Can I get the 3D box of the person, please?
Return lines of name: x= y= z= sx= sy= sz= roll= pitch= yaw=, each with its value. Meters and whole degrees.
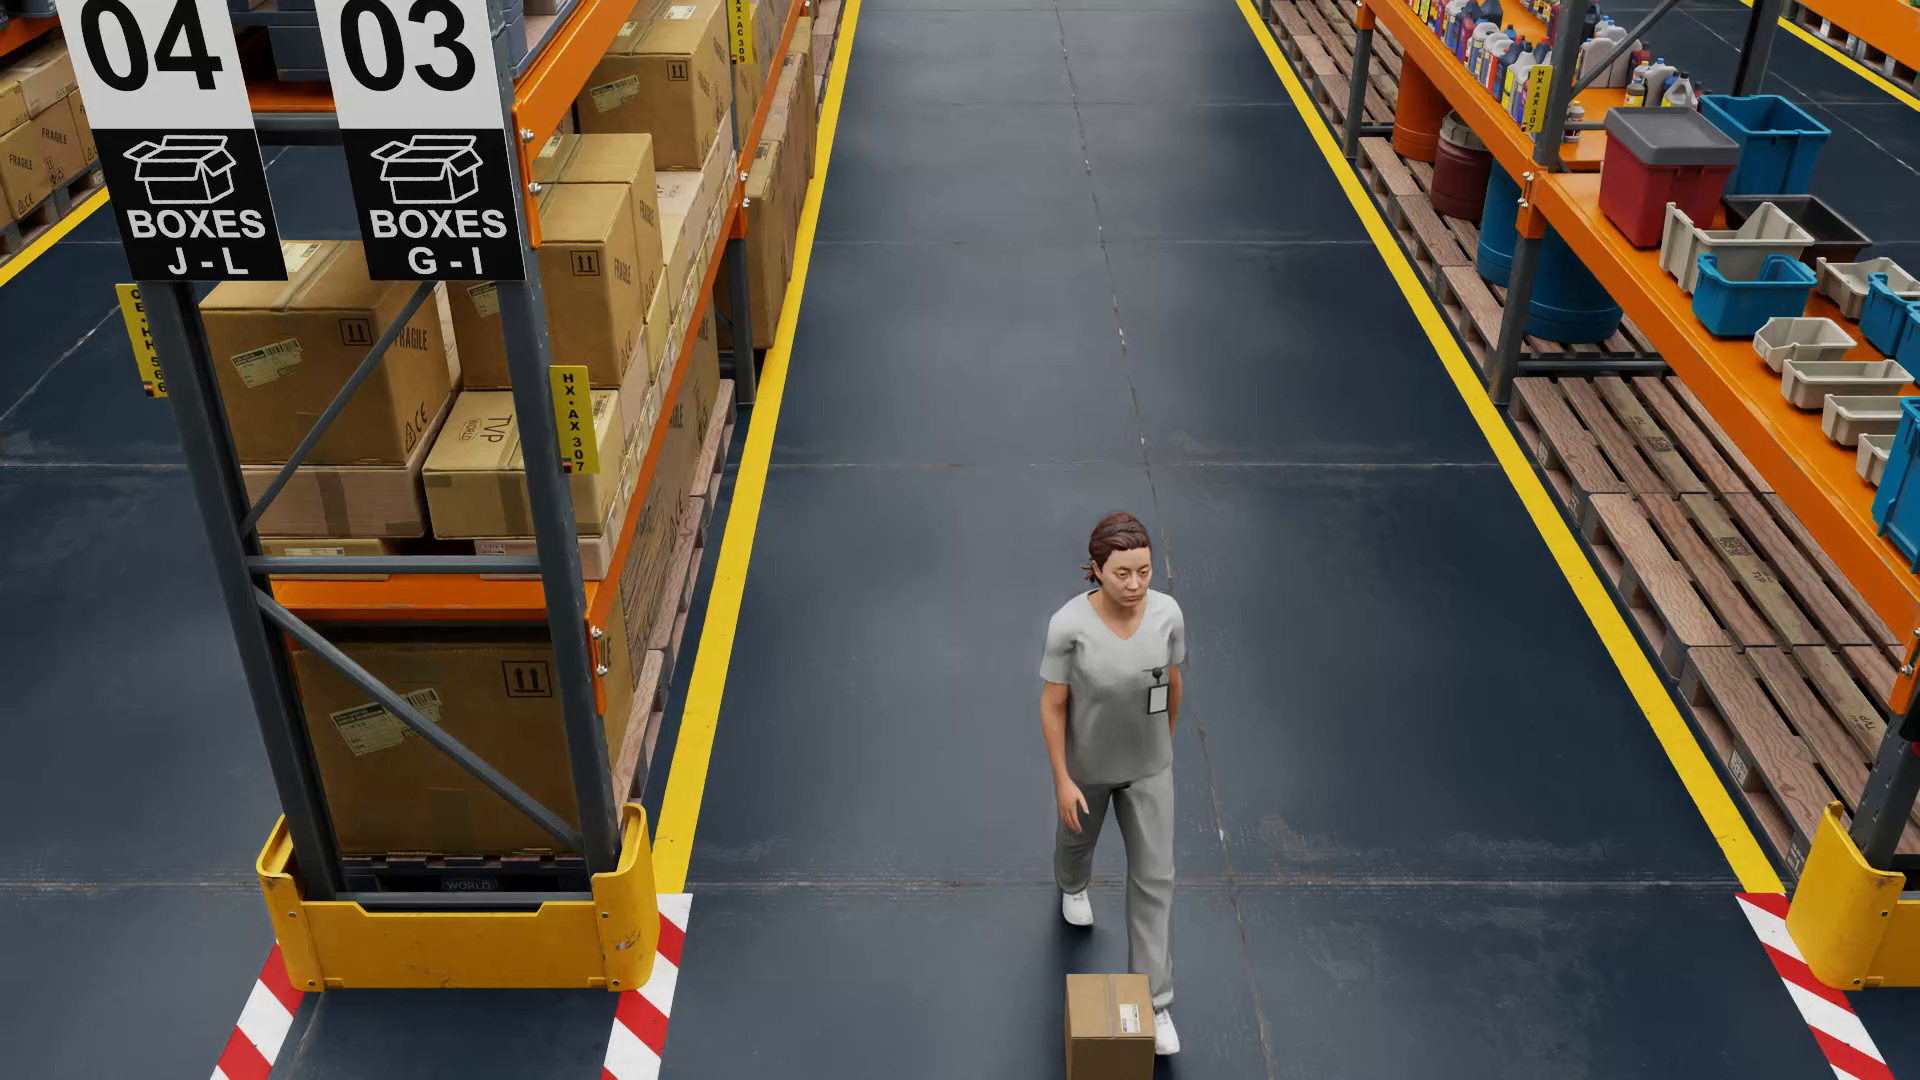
person: x=0.466 y=0.700 z=5.004 sx=0.452 sy=1.627 sz=0.918 roll=-3 pitch=32 yaw=-5
